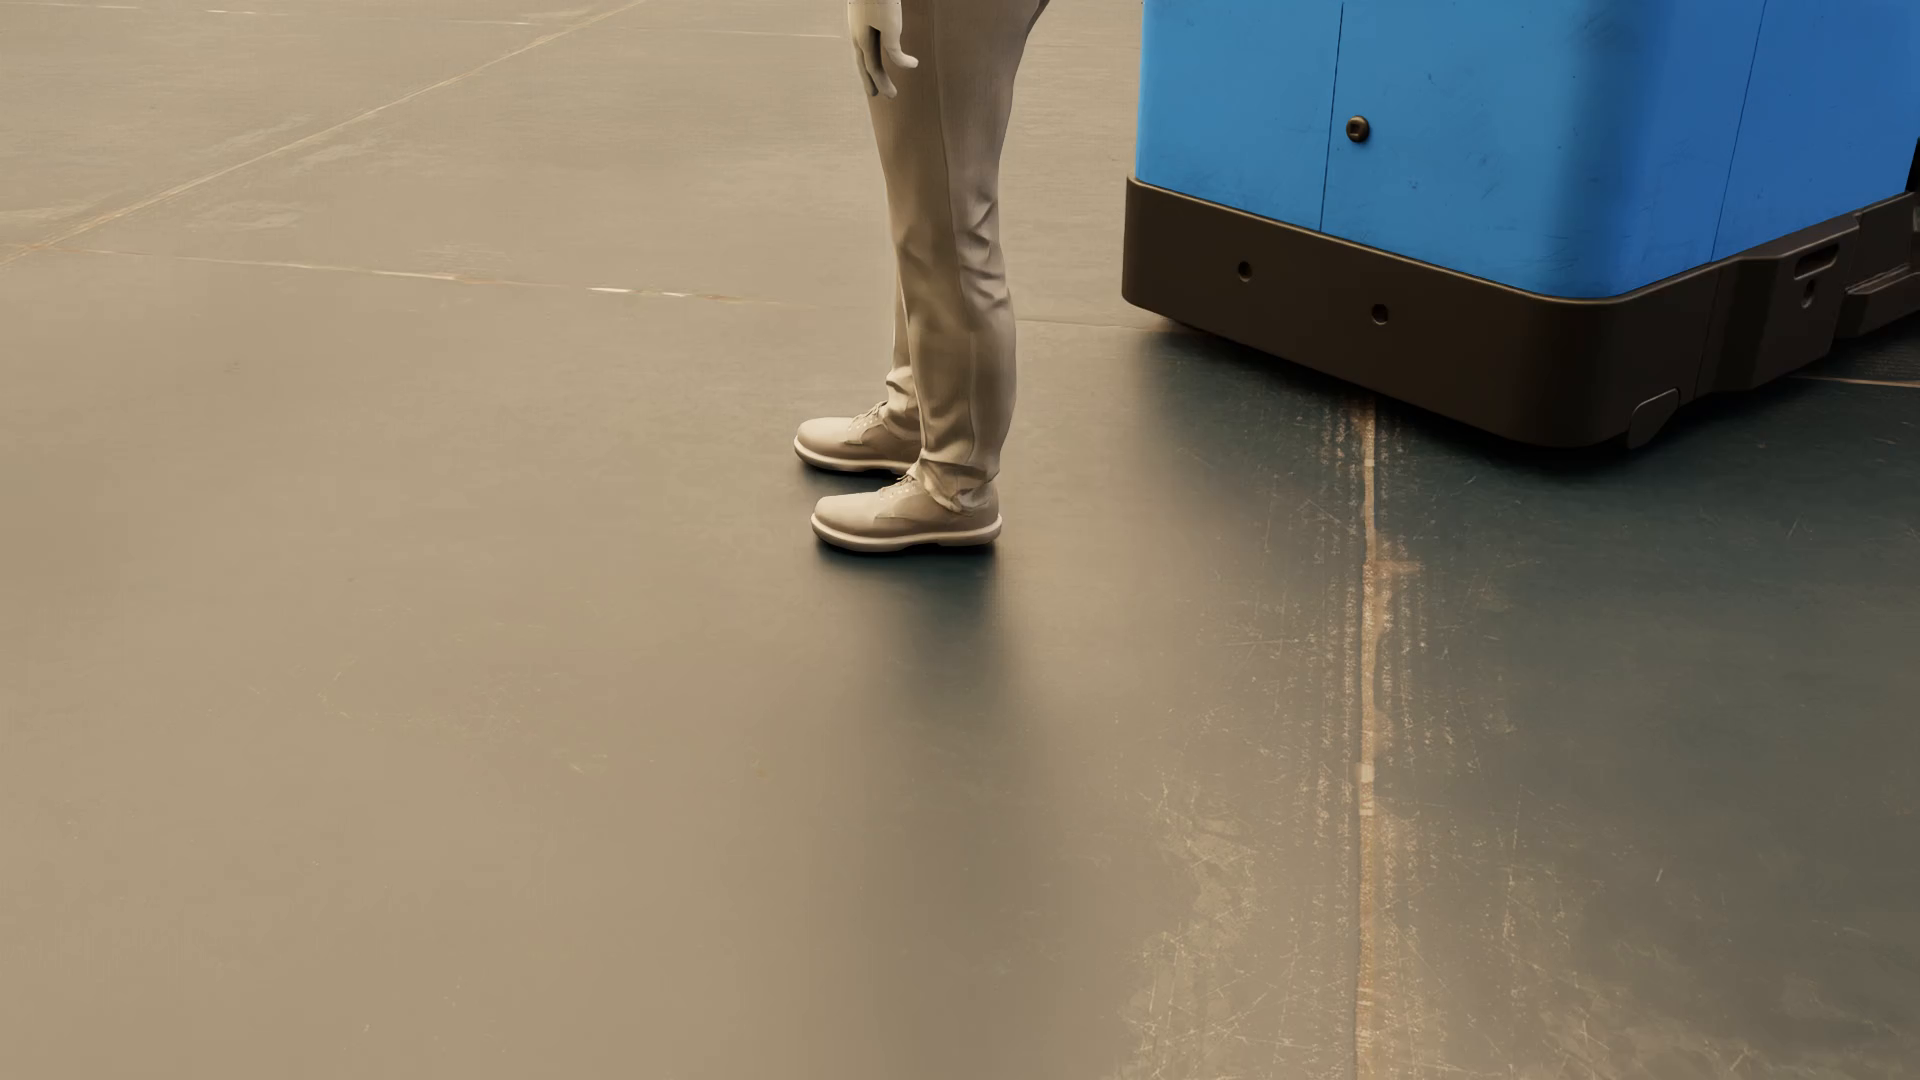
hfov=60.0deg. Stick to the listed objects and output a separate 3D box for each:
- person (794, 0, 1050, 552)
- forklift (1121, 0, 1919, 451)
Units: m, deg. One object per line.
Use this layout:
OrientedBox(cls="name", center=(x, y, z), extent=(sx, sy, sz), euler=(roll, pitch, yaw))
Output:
OrientedBox(cls="person", center=(-0.064, -0.773, 2.134), extent=(0.534, 1.696, 0.587), euler=(6, 27, 11))
OrientedBox(cls="forklift", center=(1.783, -1.984, 3.178), extent=(3.031, 2.935, 1.130), euler=(-20, 33, -34))
